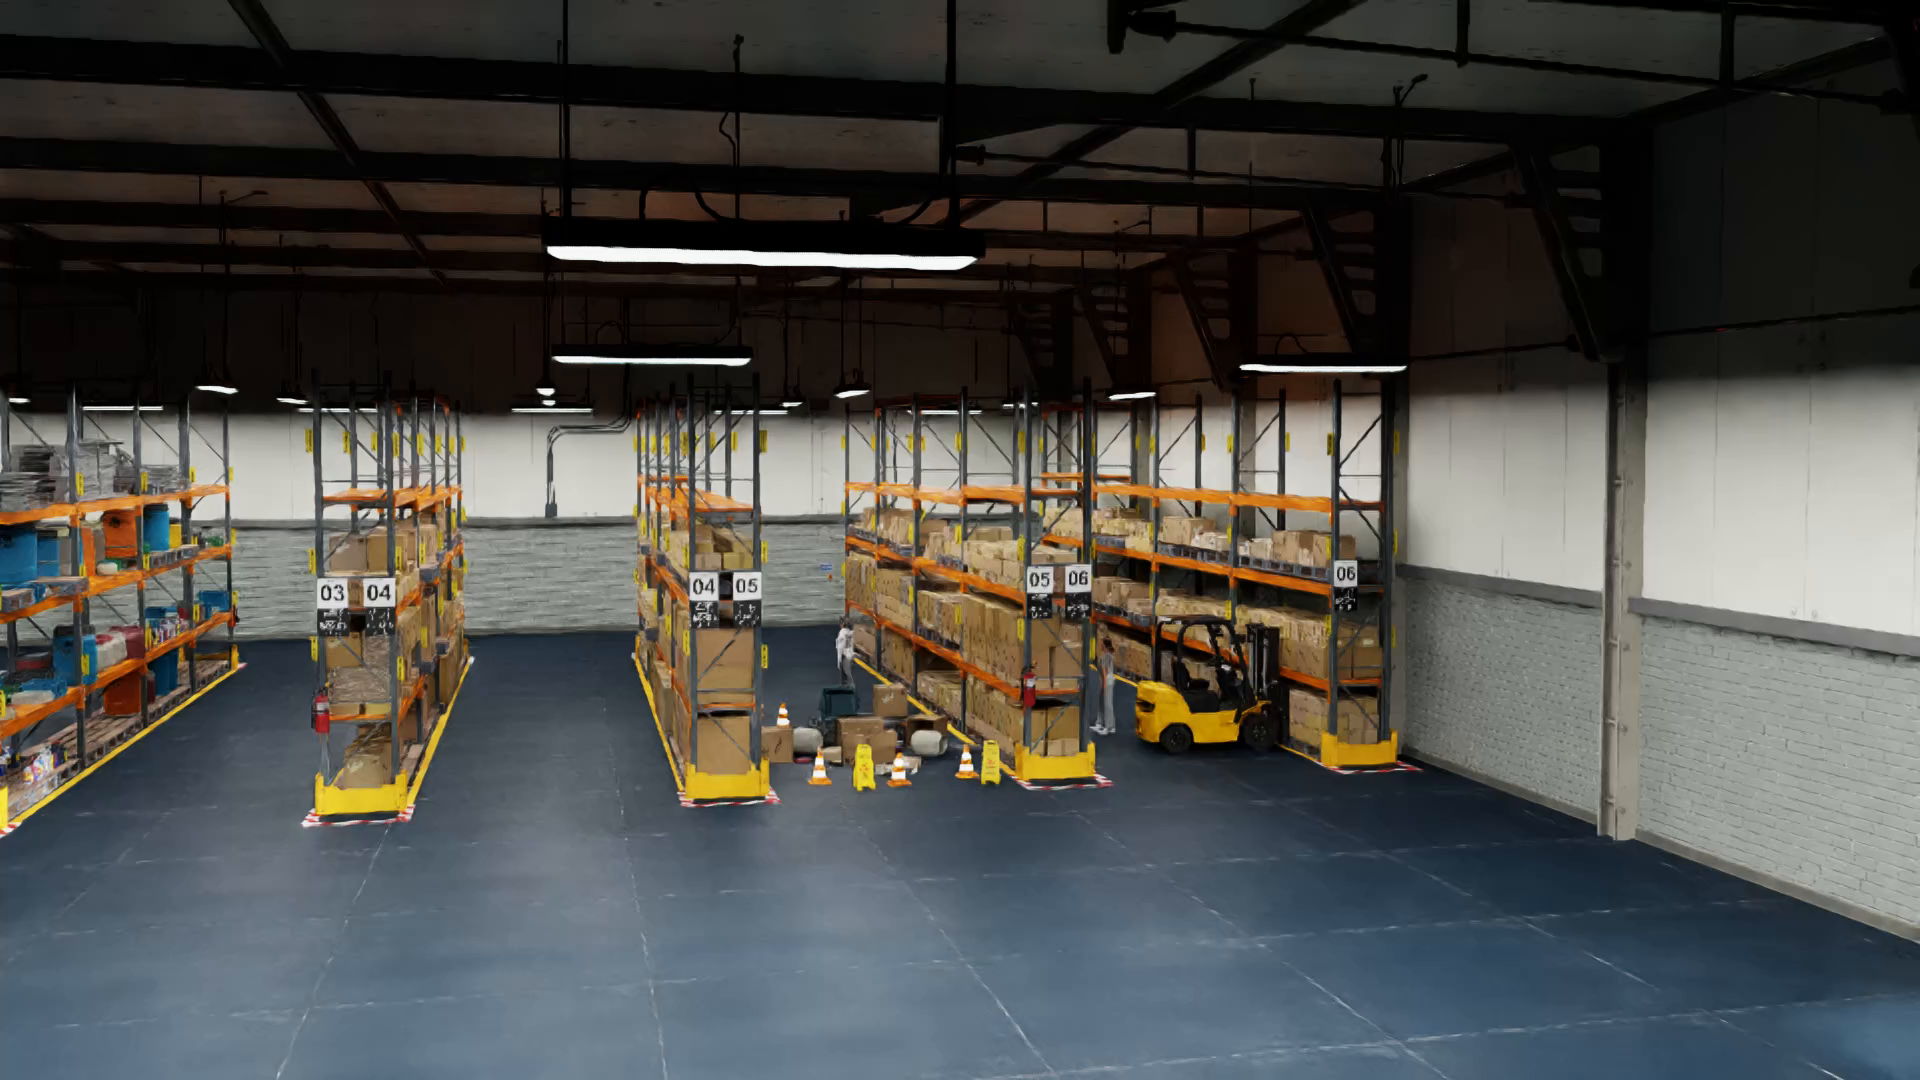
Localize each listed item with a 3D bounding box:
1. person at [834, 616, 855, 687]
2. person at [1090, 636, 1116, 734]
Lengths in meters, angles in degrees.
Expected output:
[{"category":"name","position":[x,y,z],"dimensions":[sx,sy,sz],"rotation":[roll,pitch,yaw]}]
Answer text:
[{"category":"person","position":[-2.239,2.298,32.152],"dimensions":[0.551,1.664,0.573],"rotation":[1,3,12]},{"category":"person","position":[2.481,2.492,28.761],"dimensions":[0.477,1.675,0.487],"rotation":[1,3,16]}]
